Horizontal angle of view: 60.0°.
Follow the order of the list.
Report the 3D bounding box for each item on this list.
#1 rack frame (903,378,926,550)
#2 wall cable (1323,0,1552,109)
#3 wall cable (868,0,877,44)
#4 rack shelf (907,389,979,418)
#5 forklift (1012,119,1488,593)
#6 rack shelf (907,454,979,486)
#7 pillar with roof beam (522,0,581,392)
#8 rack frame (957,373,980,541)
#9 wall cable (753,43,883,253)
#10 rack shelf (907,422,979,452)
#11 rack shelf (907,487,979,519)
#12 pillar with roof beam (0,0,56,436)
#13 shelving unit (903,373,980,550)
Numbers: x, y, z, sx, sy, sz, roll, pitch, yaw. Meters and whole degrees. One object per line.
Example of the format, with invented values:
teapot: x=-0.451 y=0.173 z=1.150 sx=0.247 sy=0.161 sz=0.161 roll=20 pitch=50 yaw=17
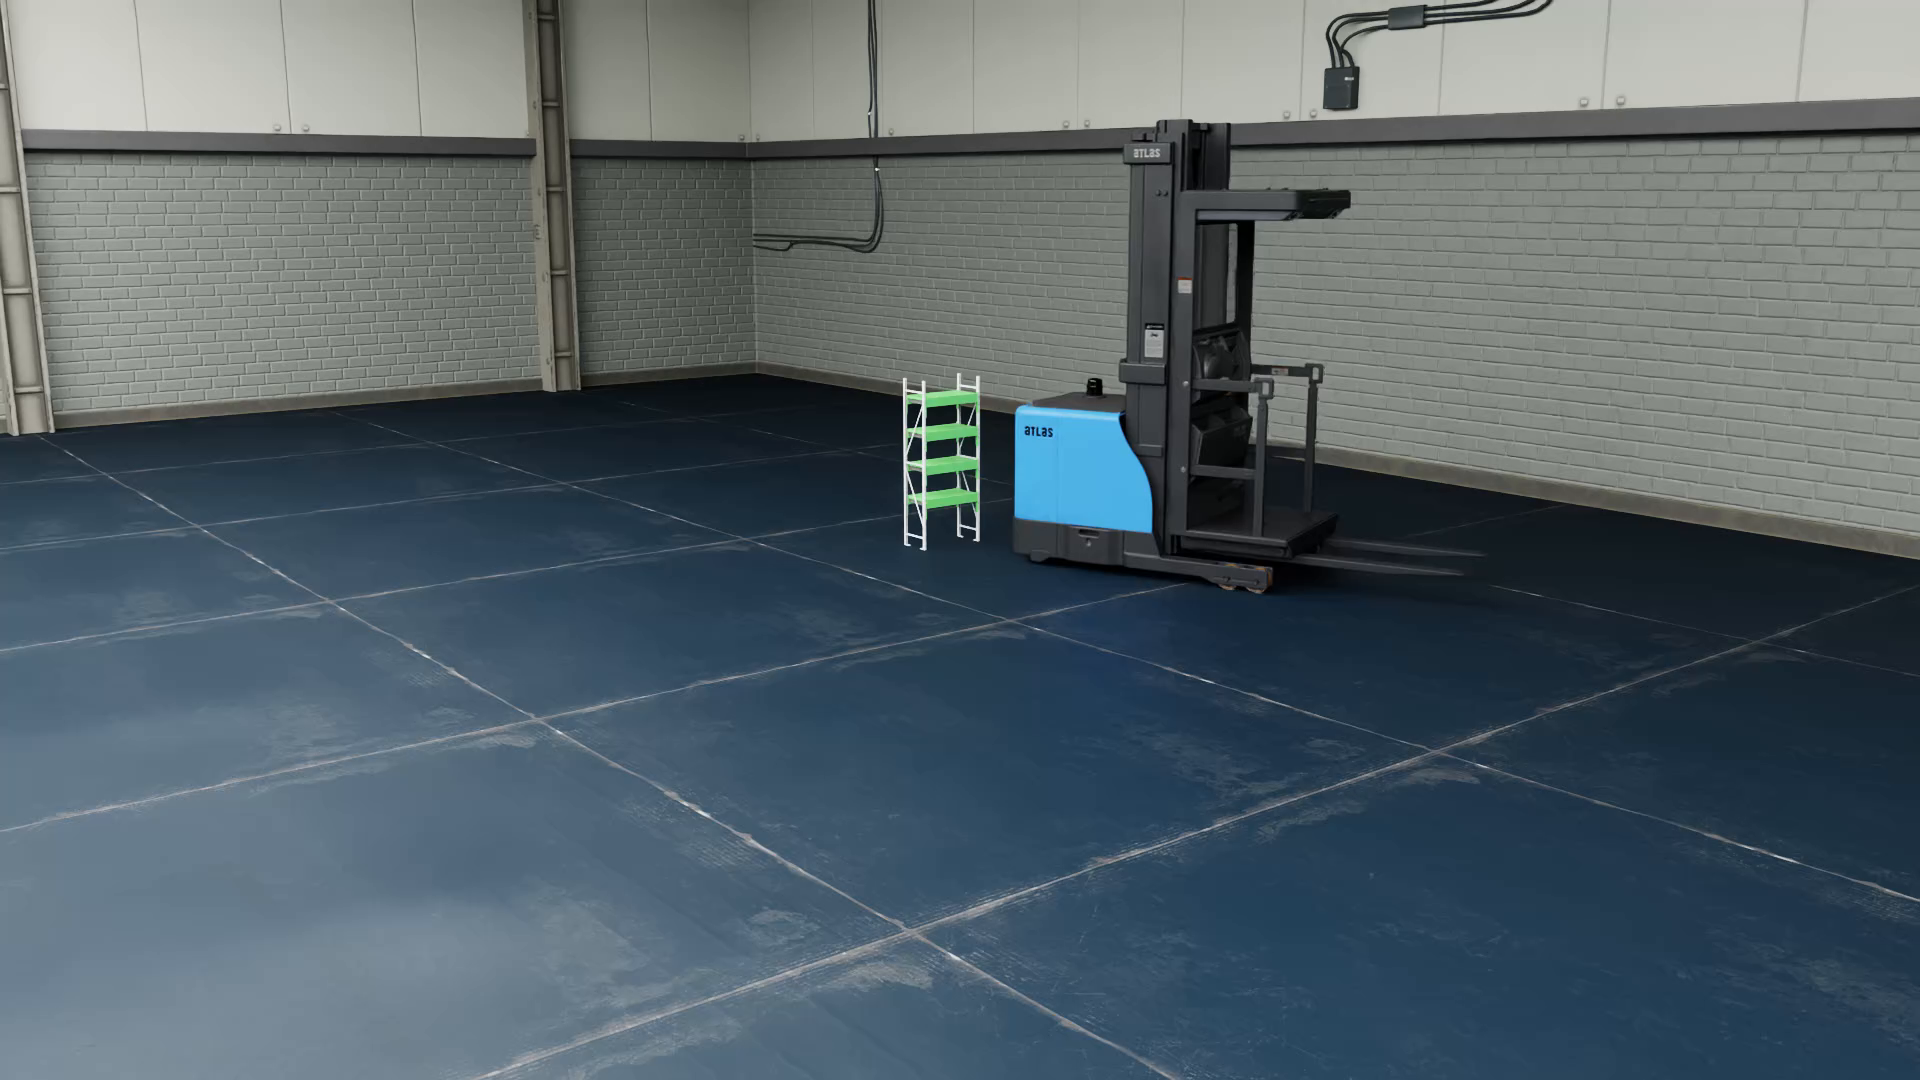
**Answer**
rack frame: x=-0.320 y=-0.534 z=11.754 sx=0.015 sy=1.200 sz=0.240 roll=-9 pitch=15 yaw=-38
wall cable: x=3.986 y=-6.600 z=13.359 sx=0.169 sy=6.003 sz=2.305 roll=-9 pitch=15 yaw=-38
wall cable: x=-0.242 y=-6.991 z=18.705 sx=0.112 sy=2.526 sz=3.097 roll=-9 pitch=15 yaw=-38
rack shelf: x=-0.129 y=-0.972 z=11.817 sx=0.480 sy=0.148 sz=0.258 roll=-9 pitch=15 yaw=-38
forklift: x=1.896 y=-1.221 z=10.821 sx=3.031 sy=2.935 sz=1.130 roll=7 pitch=14 yaw=29
rack shelf: x=-0.129 y=-0.503 z=11.916 sx=0.480 sy=0.148 sz=0.258 roll=-9 pitch=15 yaw=-38
pillar with roof beam: x=-2.369 y=-5.612 z=16.895 sx=0.400 sy=9.000 sz=9.100 roll=-9 pitch=15 yaw=-38
rack frame: x=0.061 y=-0.597 z=12.052 sx=0.015 sy=1.200 sz=0.240 roll=-9 pitch=15 yaw=-38
wall cable: x=-1.932 y=-4.960 z=21.296 sx=0.112 sy=2.526 sz=3.097 roll=-9 pitch=15 yaw=-38
rack shelf: x=-0.129 y=-0.738 z=11.866 sx=0.480 sy=0.148 sz=0.258 roll=-9 pitch=15 yaw=-38
rack shelf: x=-0.129 y=-0.268 z=11.966 sx=0.480 sy=0.148 sz=0.258 roll=-9 pitch=15 yaw=-38
pillar with roof beam: x=-7.054 y=-4.834 z=13.229 sx=0.400 sy=9.000 sz=9.100 roll=-9 pitch=15 yaw=-38
shelving unit: x=-0.129 y=-0.565 z=11.903 sx=0.503 sy=1.200 sz=0.258 roll=-9 pitch=15 yaw=-38
